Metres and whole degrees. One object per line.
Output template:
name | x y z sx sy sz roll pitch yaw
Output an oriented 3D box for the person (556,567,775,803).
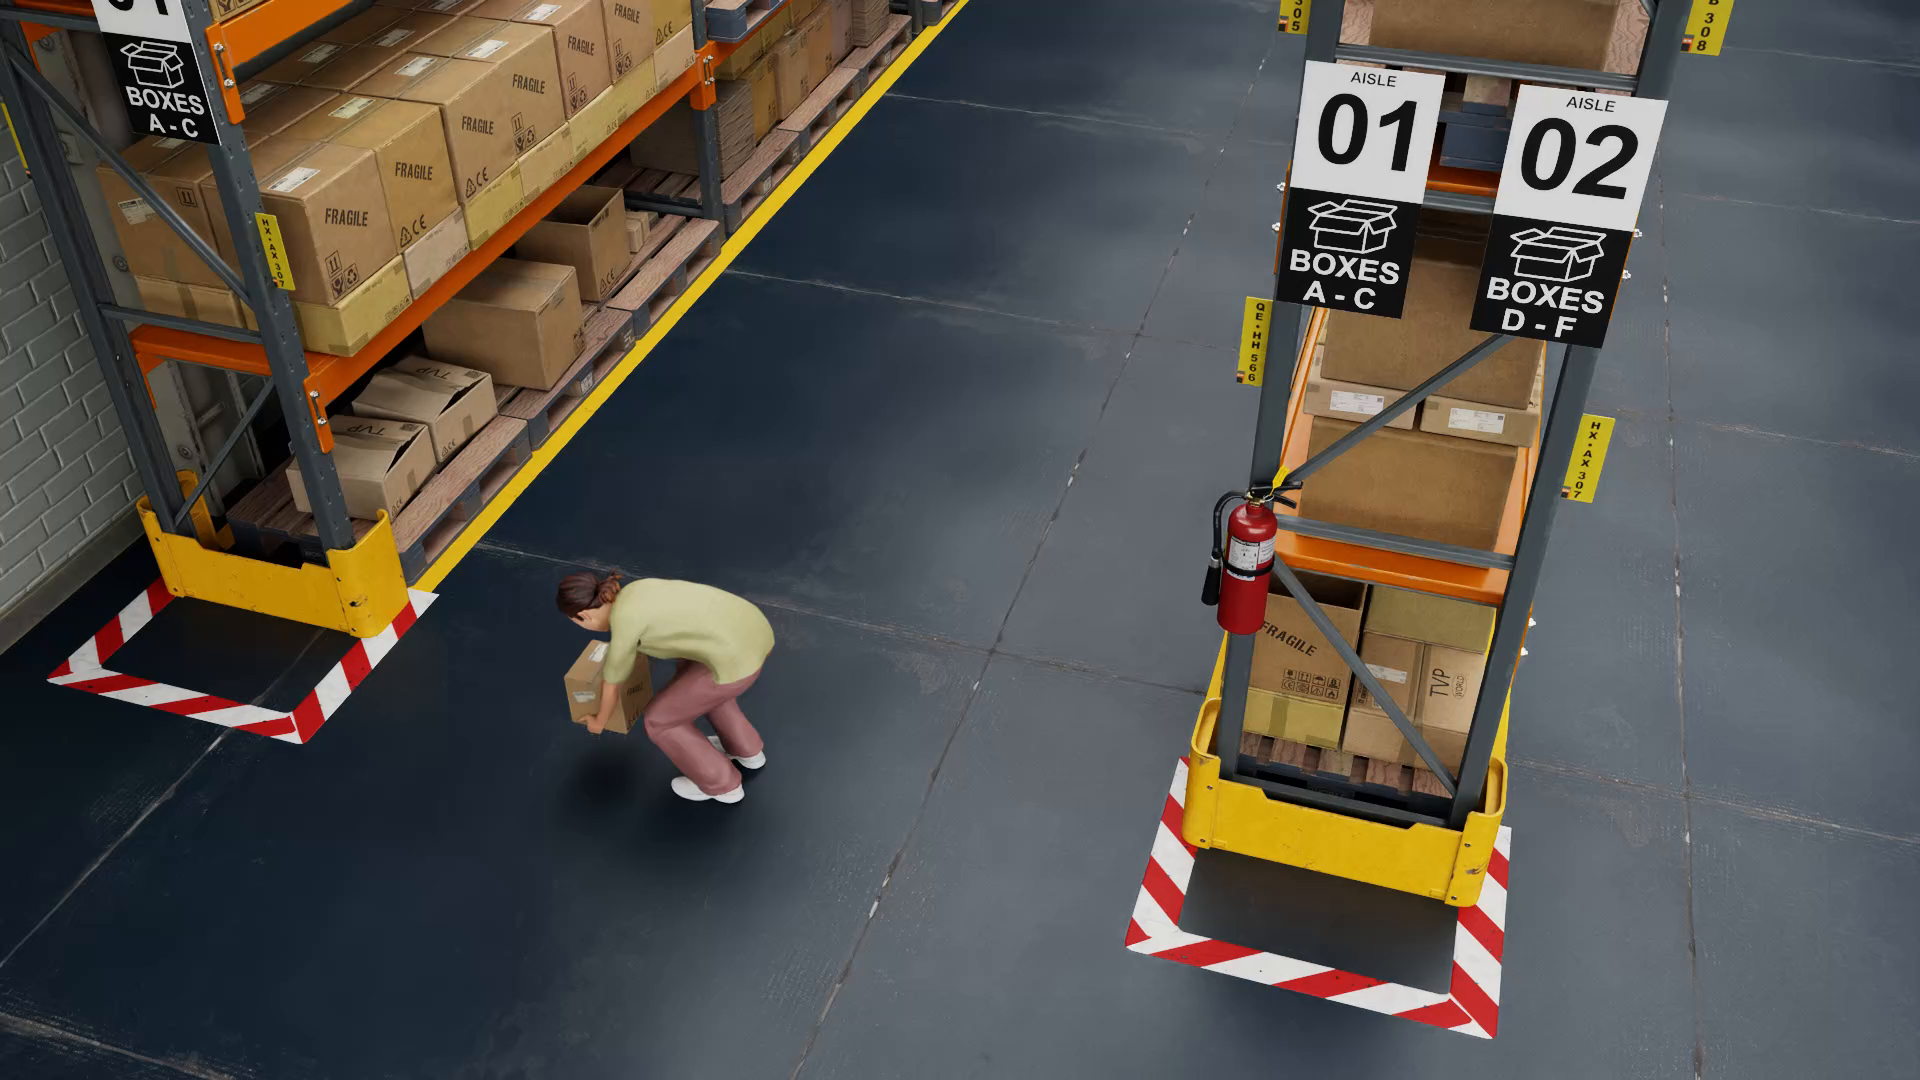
person | -1.167 0.574 6.720 0.868 0.967 0.471 9 38 12
